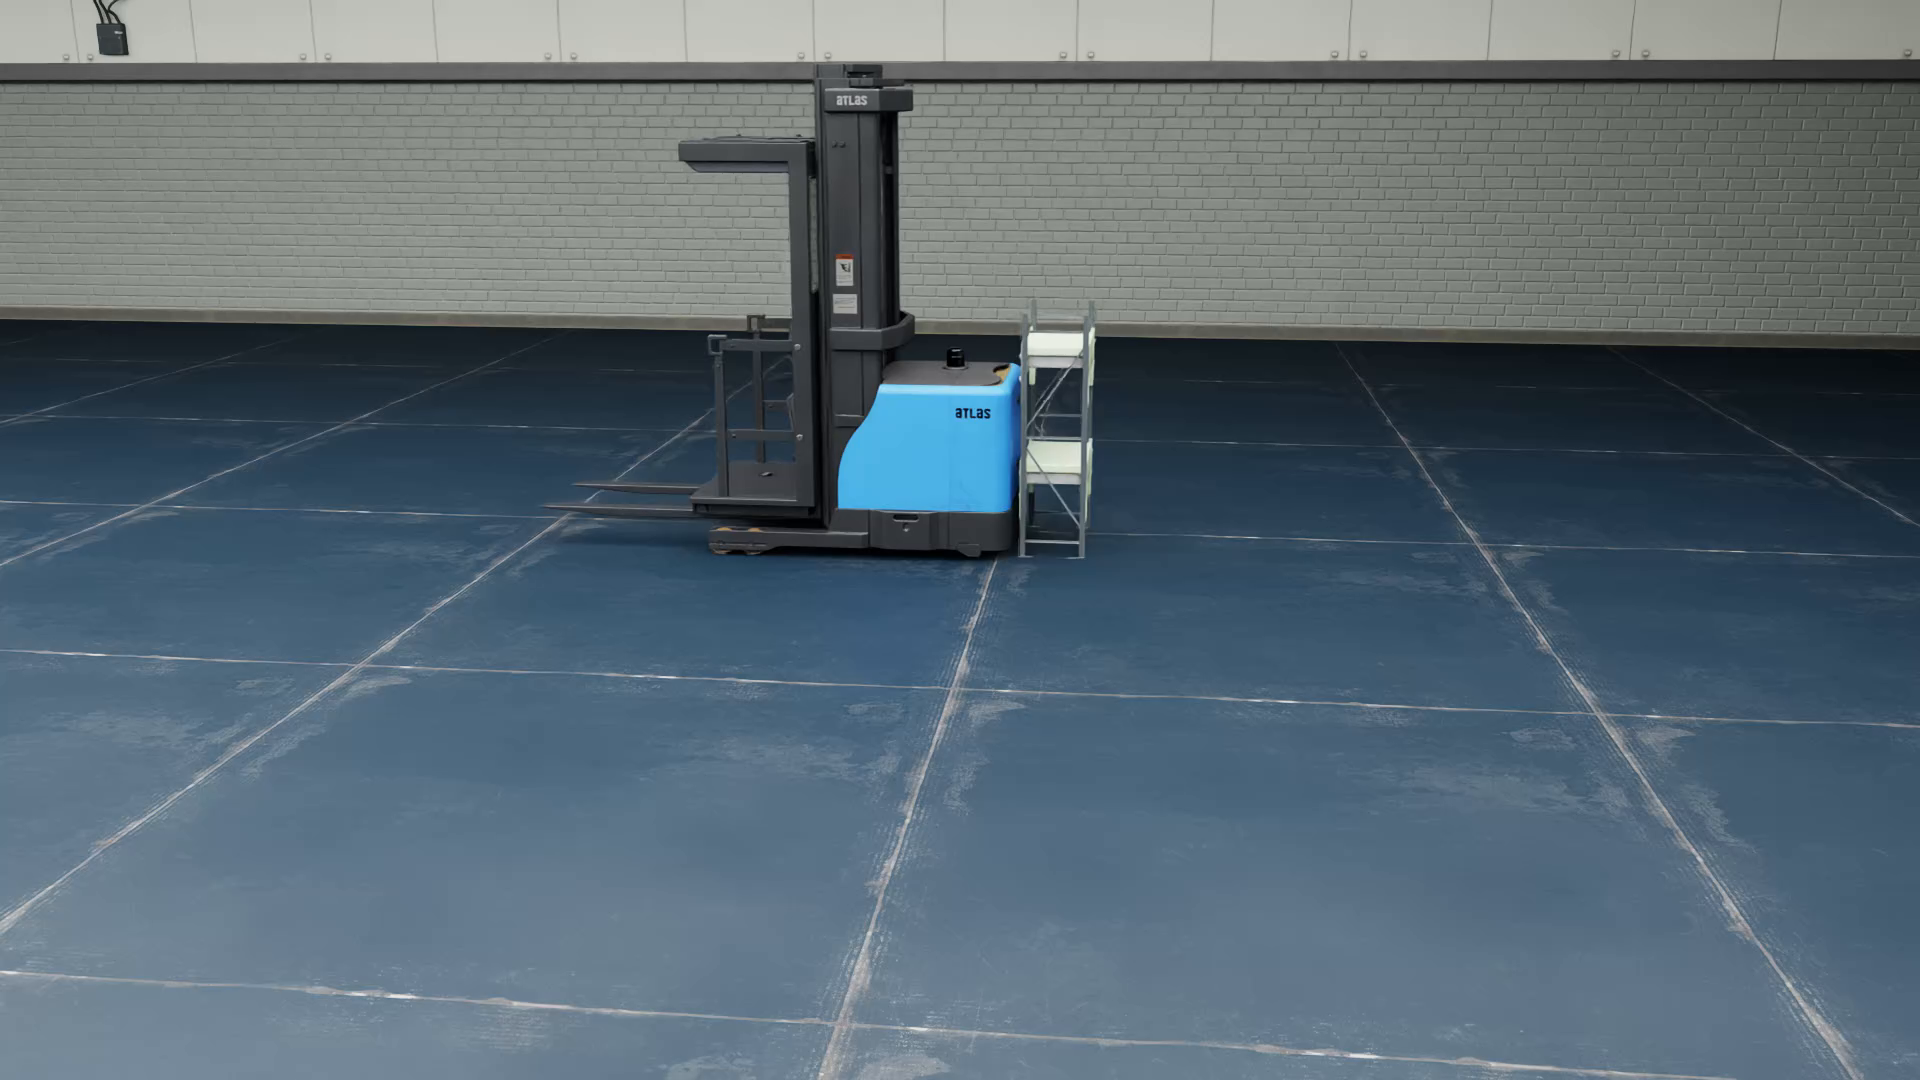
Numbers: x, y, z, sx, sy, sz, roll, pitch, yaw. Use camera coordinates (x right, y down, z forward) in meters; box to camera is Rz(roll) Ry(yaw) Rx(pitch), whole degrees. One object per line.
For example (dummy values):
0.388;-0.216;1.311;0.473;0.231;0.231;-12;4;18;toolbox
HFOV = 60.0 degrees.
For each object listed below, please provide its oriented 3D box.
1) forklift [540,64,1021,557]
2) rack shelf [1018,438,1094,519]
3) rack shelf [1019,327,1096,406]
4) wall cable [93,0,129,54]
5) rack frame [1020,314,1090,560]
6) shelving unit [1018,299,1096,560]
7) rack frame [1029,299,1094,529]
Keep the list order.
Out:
-1.137;-1.456;10.430;3.031;2.935;1.130;2;15;6;forklift
0.610;-0.392;10.489;0.431;0.370;0.720;2;15;6;rack shelf
0.610;-1.084;10.302;0.431;0.370;0.720;2;15;6;rack shelf
-9.123;-8.673;18.980;2.305;6.003;0.169;2;15;6;wall cable
0.568;-0.612;10.053;0.400;1.500;0.023;2;15;6;rack frame
0.610;-0.707;10.404;0.431;1.500;0.755;2;15;6;shelving unit
0.653;-0.802;10.755;0.400;1.500;0.023;2;15;6;rack frame
